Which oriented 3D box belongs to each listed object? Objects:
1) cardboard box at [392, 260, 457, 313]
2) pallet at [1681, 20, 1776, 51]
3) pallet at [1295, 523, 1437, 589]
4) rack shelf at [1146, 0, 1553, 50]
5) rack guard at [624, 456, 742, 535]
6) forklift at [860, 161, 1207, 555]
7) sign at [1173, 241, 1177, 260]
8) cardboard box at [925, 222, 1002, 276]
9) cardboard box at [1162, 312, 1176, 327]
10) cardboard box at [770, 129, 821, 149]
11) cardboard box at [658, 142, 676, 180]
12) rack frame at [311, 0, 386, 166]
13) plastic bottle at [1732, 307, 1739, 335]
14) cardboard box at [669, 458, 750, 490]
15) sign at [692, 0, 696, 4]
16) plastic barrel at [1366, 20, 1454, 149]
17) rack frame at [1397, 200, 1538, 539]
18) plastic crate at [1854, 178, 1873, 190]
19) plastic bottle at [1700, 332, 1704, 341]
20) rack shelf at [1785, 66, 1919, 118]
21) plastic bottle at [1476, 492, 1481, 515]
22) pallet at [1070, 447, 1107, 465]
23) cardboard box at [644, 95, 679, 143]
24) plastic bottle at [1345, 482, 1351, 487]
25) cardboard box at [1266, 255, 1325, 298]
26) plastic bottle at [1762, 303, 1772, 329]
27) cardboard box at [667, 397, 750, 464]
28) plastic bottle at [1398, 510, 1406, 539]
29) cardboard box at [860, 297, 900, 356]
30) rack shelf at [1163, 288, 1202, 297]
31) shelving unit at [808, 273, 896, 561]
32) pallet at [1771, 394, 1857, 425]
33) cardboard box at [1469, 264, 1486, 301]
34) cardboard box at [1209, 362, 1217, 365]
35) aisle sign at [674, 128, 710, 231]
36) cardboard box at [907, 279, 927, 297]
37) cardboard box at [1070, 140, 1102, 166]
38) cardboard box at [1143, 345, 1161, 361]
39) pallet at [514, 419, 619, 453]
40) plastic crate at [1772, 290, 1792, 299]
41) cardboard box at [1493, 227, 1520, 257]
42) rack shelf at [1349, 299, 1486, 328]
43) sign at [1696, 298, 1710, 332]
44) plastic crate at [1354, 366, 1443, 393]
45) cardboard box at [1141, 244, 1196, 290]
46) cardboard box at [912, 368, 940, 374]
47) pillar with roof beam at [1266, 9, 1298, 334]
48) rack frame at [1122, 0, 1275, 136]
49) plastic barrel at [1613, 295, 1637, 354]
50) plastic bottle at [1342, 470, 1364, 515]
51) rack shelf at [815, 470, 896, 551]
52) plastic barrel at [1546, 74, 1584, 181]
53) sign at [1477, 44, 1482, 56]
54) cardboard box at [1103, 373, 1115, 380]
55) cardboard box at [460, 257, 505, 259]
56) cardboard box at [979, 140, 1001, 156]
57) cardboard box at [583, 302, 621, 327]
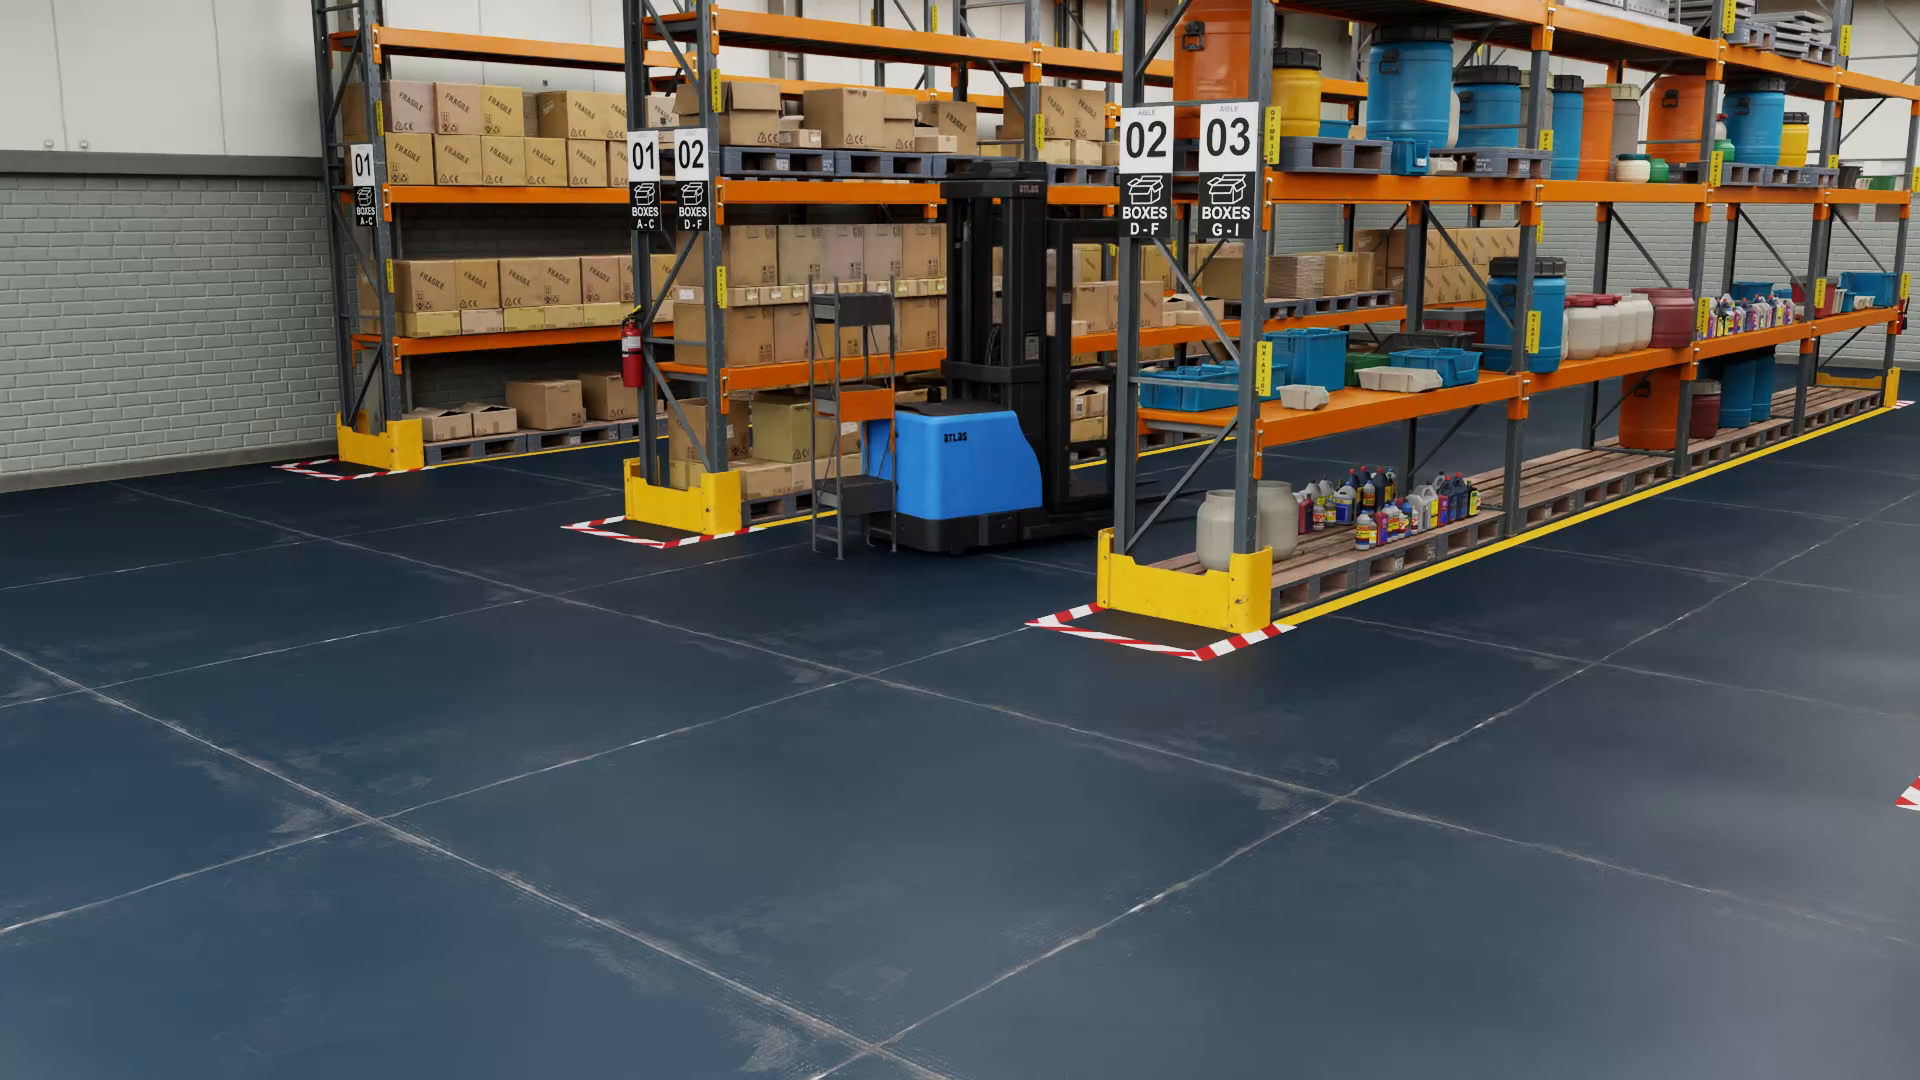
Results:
[{"bbox_3d":[-5.482,-2.584,16.910,0.500,0.500,0.500,10,15,40],"label":"cardboard box"},{"bbox_3d":[7.199,-4.900,16.275,1.213,0.211,1.003,10,15,40],"label":"pallet"},{"bbox_3d":[2.780,0.084,12.249,1.003,0.211,1.213,10,15,40],"label":"pallet"},{"bbox_3d":[2.739,-3.655,11.396,1.077,0.370,4.000,10,15,40],"label":"rack shelf"},{"bbox_3d":[-2.315,-0.380,13.837,1.175,0.500,0.348,10,15,40],"label":"rack guard"},{"bbox_3d":[0.703,-1.527,13.374,3.031,2.935,1.130,-8,14,-35],"label":"forklift"},{"bbox_3d":[2.568,-3.384,19.741,0.100,0.325,0.005,10,15,40],"label":"sign"},{"bbox_3d":[0.053,-2.817,16.088,0.700,0.500,0.500,10,15,41],"label":"cardboard box"},{"bbox_3d":[2.182,-2.468,18.551,0.250,0.149,0.380,-11,16,-43],"label":"cardboard box"},{"bbox_3d":[-1.390,-3.382,14.038,0.380,0.149,0.250,10,15,40],"label":"cardboard box"},{"bbox_3d":[-3.532,-4.261,18.920,0.500,0.500,0.500,10,15,42],"label":"cardboard box"},{"bbox_3d":[-6.023,-5.191,16.226,1.000,3.000,0.127,10,15,40],"label":"rack frame"},{"bbox_3d":[8.026,-2.274,17.236,0.061,0.283,0.133,10,15,40],"label":"plastic bottle"},{"bbox_3d":[-2.167,-0.584,14.424,0.500,0.250,0.500,10,15,40],"label":"cardboard box"},{"bbox_3d":[-2.987,-6.203,18.708,0.100,0.325,0.005,10,15,40],"label":"sign"},{"bbox_3d":[3.322,-3.347,12.299,0.600,0.901,0.708,10,15,40],"label":"plastic barrel"},{"bbox_3d":[4.060,-1.557,13.347,1.000,3.000,0.127,10,15,40],"label":"rack frame"},{"bbox_3d":[10.803,-4.328,20.235,0.437,0.136,0.530,10,15,40],"label":"plastic crate"},{"bbox_3d":[7.326,-2.117,16.483,0.097,0.271,0.097,0,11,0],"label":"plastic bottle"},{"bbox_3d":[10.661,-5.421,20.235,1.077,0.370,4.000,10,15,40],"label":"rack shelf"},{"bbox_3d":[4.054,-0.307,13.109,0.097,0.201,0.097,0,11,0],"label":"plastic bottle"},{"bbox_3d":[0.798,-0.944,17.397,1.003,0.211,1.213,10,15,40],"label":"pallet"},{"bbox_3d":[-3.509,-4.749,18.812,0.500,0.500,0.500,8,14,36],"label":"cardboard box"},{"bbox_3d":[3.022,-0.315,12.973,0.097,0.271,0.097,0,11,0],"label":"plastic bottle"},{"bbox_3d":[4.060,-3.258,20.538,0.500,0.500,0.700,-9,14,-37],"label":"cardboard box"},{"bbox_3d":[8.749,-2.445,18.112,0.152,0.276,0.135,10,15,40],"label":"plastic bottle"},{"bbox_3d":[-2.169,-0.952,14.352,0.500,0.500,0.500,10,15,40],"label":"cardboard box"},{"bbox_3d":[3.208,-0.118,12.164,0.097,0.201,0.097,0,11,0],"label":"plastic bottle"},{"bbox_3d":[-0.961,-1.953,15.077,0.700,0.500,0.500,10,15,42],"label":"cardboard box"},{"bbox_3d":[3.219,-3.956,27.196,1.077,0.370,4.000,10,15,40],"label":"rack shelf"},{"bbox_3d":[-0.807,-0.933,12.524,0.503,2.100,0.431,-8,14,-35],"label":"shelving unit"},{"bbox_3d":[10.602,-1.660,20.982,1.003,0.211,1.213,10,15,40],"label":"pallet"},{"bbox_3d":[7.165,-3.688,23.760,0.500,0.500,0.500,9,15,40],"label":"cardboard box"},{"bbox_3d":[3.423,-1.944,20.545,0.500,0.500,0.500,11,15,43],"label":"cardboard box"},{"bbox_3d":[-2.112,-2.835,13.108,0.394,0.787,0.004,10,15,40],"label":"aisle sign"},{"bbox_3d":[-0.517,-2.310,15.209,0.380,0.149,0.250,10,15,42],"label":"cardboard box"},{"bbox_3d":[1.116,-3.972,17.090,0.500,0.250,0.500,8,14,35],"label":"cardboard box"},{"bbox_3d":[2.803,-3.165,26.709,0.700,0.500,0.500,10,15,40],"label":"cardboard box"},{"bbox_3d":[-4.604,-1.186,18.612,1.003,0.211,1.213,10,15,40],"label":"pallet"},{"bbox_3d":[10.503,-3.038,21.037,0.416,0.233,0.300,10,15,40],"label":"plastic crate"},{"bbox_3d":[8.175,-4.401,24.782,0.500,0.500,0.500,10,15,40],"label":"cardboard box"},{"bbox_3d":[6.942,-3.316,23.993,1.077,0.370,4.000,10,15,40],"label":"rack shelf"},{"bbox_3d":[7.118,-2.155,15.926,0.100,0.325,0.005,10,15,40],"label":"sign"},{"bbox_3d":[3.178,-1.156,12.012,0.530,0.136,0.437,10,15,40],"label":"plastic crate"},{"bbox_3d":[3.228,-4.454,27.089,0.980,0.700,0.700,9,14,38],"label":"cardboard box"},{"bbox_3d":[-0.158,-2.669,23.332,0.750,0.750,0.750,10,15,40],"label":"cardboard box"},{"bbox_3d":[8.905,-7.497,27.774,9.100,9.000,0.548,10,15,40],"label":"pillar with roof beam"},{"bbox_3d":[1.419,-3.910,9.813,1.000,3.000,0.127,10,15,40],"label":"rack frame"},{"bbox_3d":[5.903,-1.959,15.076,0.421,0.512,0.421,0,11,0],"label":"plastic barrel"},{"bbox_3d":[3.091,-0.381,13.098,0.144,0.351,0.185,9,14,38],"label":"plastic bottle"},{"bbox_3d":[-0.808,-0.234,12.663,0.480,0.518,0.431,-8,14,-35],"label":"rack shelf"},{"bbox_3d":[5.096,-3.569,14.482,0.600,0.901,0.708,10,15,40],"label":"plastic barrel"},{"bbox_3d":[7.855,-7.472,25.060,0.100,0.325,0.005,10,15,40],"label":"sign"},{"bbox_3d":[1.737,-1.727,18.713,0.500,0.311,0.500,9,15,39],"label":"cardboard box"},{"bbox_3d":[-5.193,-2.799,17.985,0.500,0.500,0.500,9,15,39],"label":"cardboard box"},{"bbox_3d":[0.221,-5.405,23.577,0.700,0.500,0.500,11,16,43],"label":"cardboard box"},{"bbox_3d":[-4.123,-2.517,18.485,0.500,0.250,0.500,10,15,40],"label":"cardboard box"}]
